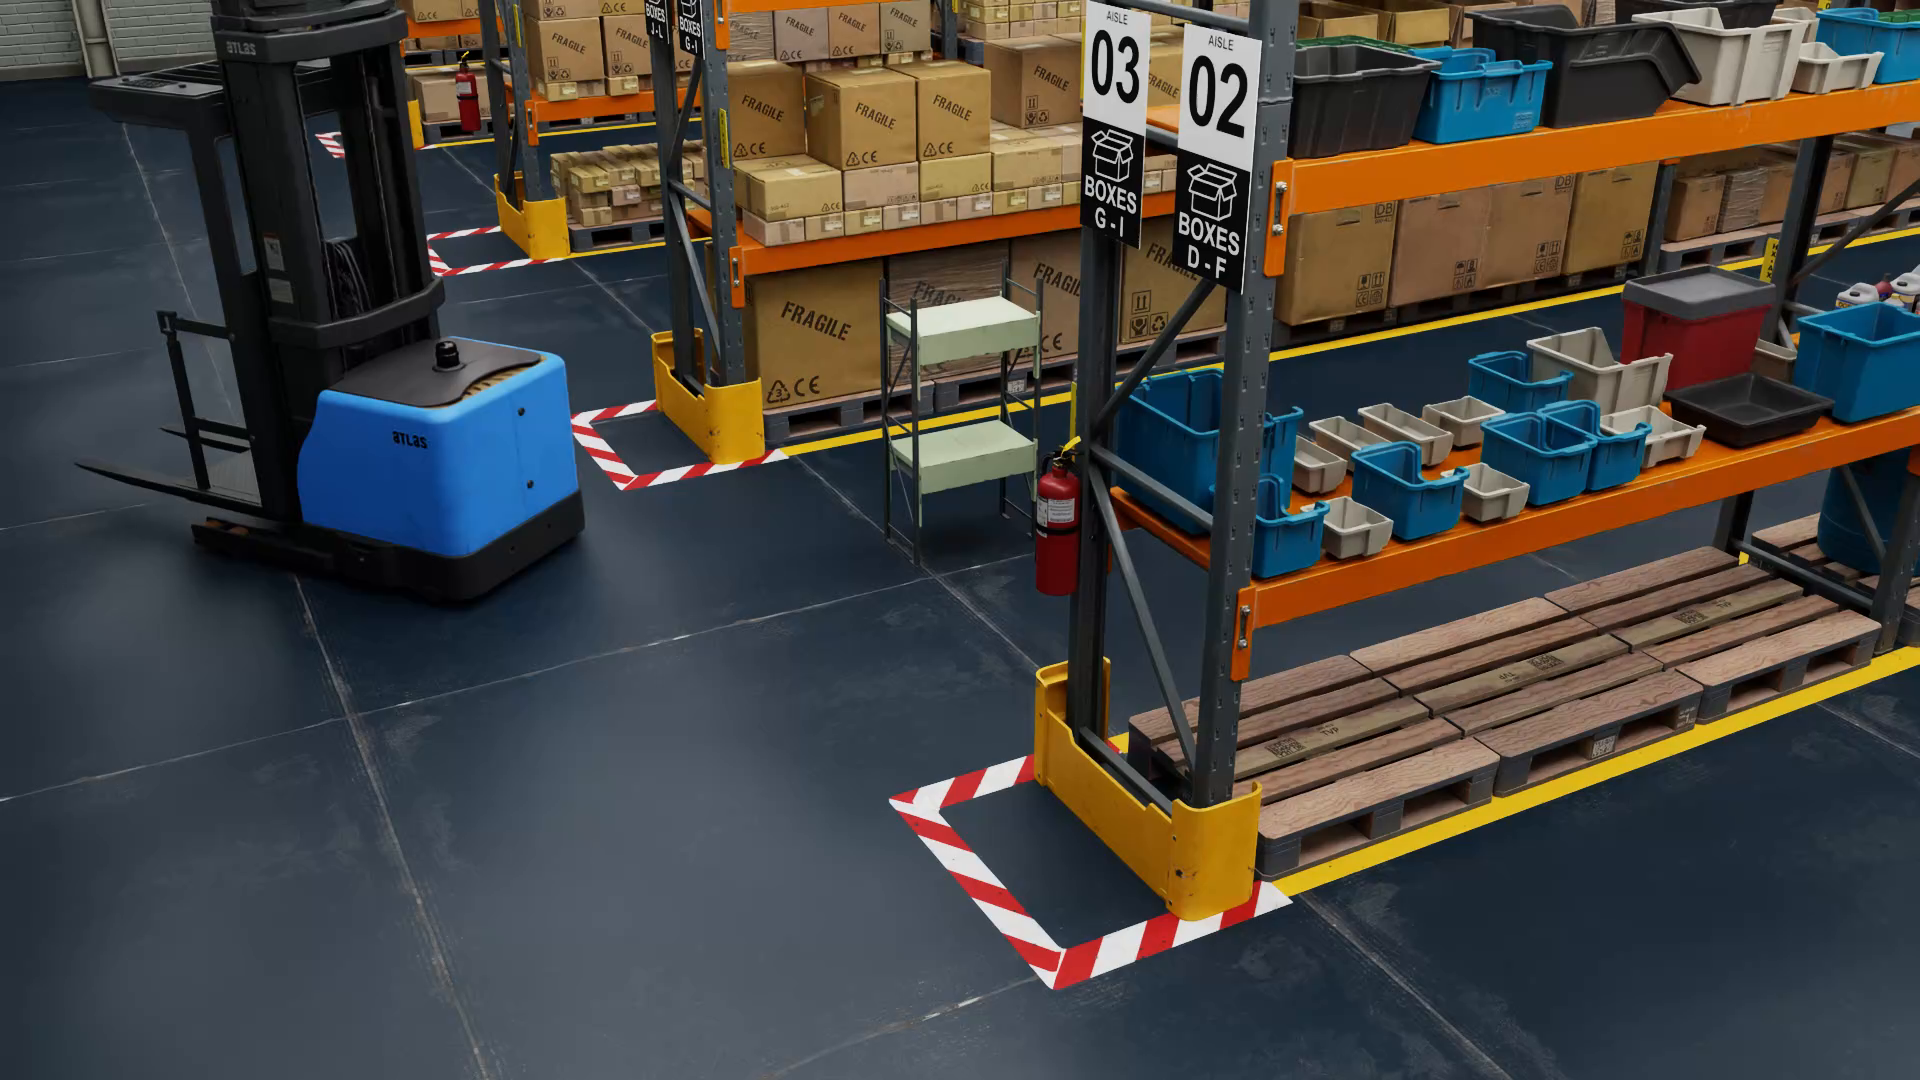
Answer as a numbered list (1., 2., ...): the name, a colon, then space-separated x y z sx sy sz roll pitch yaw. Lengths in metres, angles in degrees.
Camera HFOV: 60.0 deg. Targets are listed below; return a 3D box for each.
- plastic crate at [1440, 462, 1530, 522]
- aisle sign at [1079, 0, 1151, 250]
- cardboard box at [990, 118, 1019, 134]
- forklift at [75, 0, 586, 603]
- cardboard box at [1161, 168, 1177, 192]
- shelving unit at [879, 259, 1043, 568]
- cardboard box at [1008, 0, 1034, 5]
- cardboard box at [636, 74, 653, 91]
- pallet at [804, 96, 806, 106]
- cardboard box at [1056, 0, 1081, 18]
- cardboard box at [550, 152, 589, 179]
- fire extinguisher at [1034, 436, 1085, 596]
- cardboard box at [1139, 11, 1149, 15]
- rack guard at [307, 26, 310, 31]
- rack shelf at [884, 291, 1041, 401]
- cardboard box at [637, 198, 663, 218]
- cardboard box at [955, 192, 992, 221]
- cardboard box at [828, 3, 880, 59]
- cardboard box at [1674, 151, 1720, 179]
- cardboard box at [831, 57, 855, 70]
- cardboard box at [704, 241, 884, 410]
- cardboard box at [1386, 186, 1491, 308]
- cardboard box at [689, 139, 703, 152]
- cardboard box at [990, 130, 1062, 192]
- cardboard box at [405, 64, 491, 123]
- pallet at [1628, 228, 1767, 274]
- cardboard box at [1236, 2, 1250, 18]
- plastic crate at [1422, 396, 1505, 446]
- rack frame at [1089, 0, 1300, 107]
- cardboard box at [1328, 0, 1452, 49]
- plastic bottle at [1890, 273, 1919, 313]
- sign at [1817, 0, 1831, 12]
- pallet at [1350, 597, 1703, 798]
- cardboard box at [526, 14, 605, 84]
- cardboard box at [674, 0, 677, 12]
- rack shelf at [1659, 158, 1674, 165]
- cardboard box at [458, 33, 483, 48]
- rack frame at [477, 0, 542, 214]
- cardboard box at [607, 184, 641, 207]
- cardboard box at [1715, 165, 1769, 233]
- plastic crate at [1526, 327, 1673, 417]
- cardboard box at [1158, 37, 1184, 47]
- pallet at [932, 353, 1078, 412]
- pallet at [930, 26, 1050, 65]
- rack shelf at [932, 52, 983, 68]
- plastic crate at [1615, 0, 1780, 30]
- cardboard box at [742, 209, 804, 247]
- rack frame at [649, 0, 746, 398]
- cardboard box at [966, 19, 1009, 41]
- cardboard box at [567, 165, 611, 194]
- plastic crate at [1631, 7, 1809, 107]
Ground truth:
1. plastic crate: 2.028 -0.178 6.391 0.298 0.136 0.250 -13 29 -25
2. aisle sign: 0.534 -1.443 5.786 0.004 0.787 0.394 -13 29 -25
3. cardboard box: 0.061 -2.646 11.126 0.500 0.250 0.500 -13 29 -25
4. forklift: -3.637 -1.420 8.821 3.031 2.935 1.130 12 28 23
5. cardboard box: 1.365 -2.475 11.229 0.250 0.149 0.380 -14 29 -26
6. shelving unit: 0.006 -0.677 8.928 0.755 1.500 0.431 -13 29 -25
7. cardboard box: 0.496 -5.103 15.530 0.250 0.149 0.380 -12 28 -24
8. cardboard box: -2.768 -4.015 14.437 0.250 0.149 0.380 -12 28 -23
9. pallet: -2.084 -5.594 20.657 1.213 0.211 1.003 -13 29 -25
10. cardboard box: 0.937 -5.069 15.804 0.250 0.149 0.380 -14 29 -27
11. cardboard box: -3.493 -3.357 14.898 0.250 0.149 0.380 -13 28 -25
12. fire extinguisher: 0.388 -0.114 6.541 0.183 0.674 0.296 -13 29 -25
13. cardboard box: 1.626 -5.094 16.198 0.250 0.149 0.380 -14 29 -27
14. rack guard: -8.531 -6.634 22.489 0.348 0.500 1.175 -13 29 -25
15. rack shelf: 0.006 -1.029 8.759 0.720 0.370 0.431 -13 29 -25
16. cardboard box: -2.819 -3.007 14.855 0.250 0.149 0.380 -13 28 -25
17. cardboard box: 0.006 -2.161 10.576 0.250 0.149 0.380 -13 29 -26
18. cardboard box: -1.064 -4.662 15.036 0.500 0.500 0.500 -14 29 -26
19. cardboard box: 6.040 -3.252 14.071 0.500 0.250 0.500 -12 28 -23
20. cardboard box: -1.153 -4.382 15.202 0.250 0.149 0.380 -14 29 -27
21. cardboard box: -1.069 -1.458 10.790 0.875 0.875 0.875 -13 29 -25
22. cardboard box: 3.277 -2.432 12.819 0.875 0.875 1.225 -14 29 -27
23. cardboard box: -2.321 -3.603 15.411 0.250 0.149 0.380 -14 29 -27
24. cardboard box: 0.313 -2.444 10.705 0.500 0.250 0.500 -14 29 -26
25. cardboard box: -5.724 -5.057 18.792 0.875 0.438 0.875 -14 29 -27
26. pallet: 6.153 -2.596 14.414 1.213 0.211 1.003 -13 29 -25
27. cardboard box: 2.780 -5.360 16.753 0.250 0.149 0.380 -13 29 -25
28. plastic crate: 2.119 -0.504 7.070 0.250 0.136 0.298 -13 29 -25
29. rack frame: 0.735 -2.878 4.848 0.127 3.000 1.000 -13 29 -25
30. cardboard box: 3.105 -3.646 12.104 0.637 0.503 0.797 -13 28 -25
31. plastic bottle: 4.782 -1.211 8.449 0.135 0.276 0.152 -13 29 -25
32. sign: 4.007 -2.555 7.630 0.005 0.325 0.100 -13 29 -25
33. pallet: 2.556 0.683 7.583 1.213 0.211 1.003 -13 29 -25
34. cardboard box: -3.314 -4.145 13.959 0.500 0.500 0.500 -12 28 -23
35. cardboard box: -2.408 -4.803 14.173 0.500 0.500 0.500 -14 29 -26
36. rack shelf: 3.698 -2.963 12.787 4.000 0.370 1.077 -13 29 -25
37. cardboard box: -6.728 -7.125 23.026 0.500 0.500 0.500 -12 28 -24
38. rack frame: -3.840 -3.980 14.074 0.127 3.000 1.000 -13 29 -25
39. cardboard box: -2.989 -3.061 14.625 0.250 0.149 0.380 -13 29 -25
40. cardboard box: 6.528 -3.028 14.471 0.500 0.500 0.700 -16 30 -29
41. plastic crate: 2.830 -0.721 7.355 0.530 0.282 0.437 -13 29 -25
42. cardboard box: 1.654 -3.089 11.181 0.500 0.500 0.500 -12 28 -24
43. pallet: 0.148 -1.248 11.605 1.213 0.211 1.003 -13 29 -25
44. pallet: 0.432 -4.809 16.021 1.213 0.211 1.003 -13 29 -25
45. rack shelf: 1.454 -4.878 16.775 4.000 0.370 1.077 -13 29 -25
46. plastic crate: 3.039 -2.134 6.913 0.590 0.269 0.497 -13 29 -25
47. cardboard box: -1.127 -1.898 10.029 0.250 0.149 0.380 -13 28 -25
48. rack frame: -1.596 -2.065 10.086 0.127 3.000 1.000 -13 29 -25
49. cardboard box: 0.253 -4.776 15.536 0.250 0.149 0.380 -14 29 -28
50. cardboard box: -3.218 -3.130 14.424 0.250 0.149 0.380 -14 29 -27
51. plastic crate: 2.836 -1.806 6.217 0.530 0.282 0.437 -13 29 -25
